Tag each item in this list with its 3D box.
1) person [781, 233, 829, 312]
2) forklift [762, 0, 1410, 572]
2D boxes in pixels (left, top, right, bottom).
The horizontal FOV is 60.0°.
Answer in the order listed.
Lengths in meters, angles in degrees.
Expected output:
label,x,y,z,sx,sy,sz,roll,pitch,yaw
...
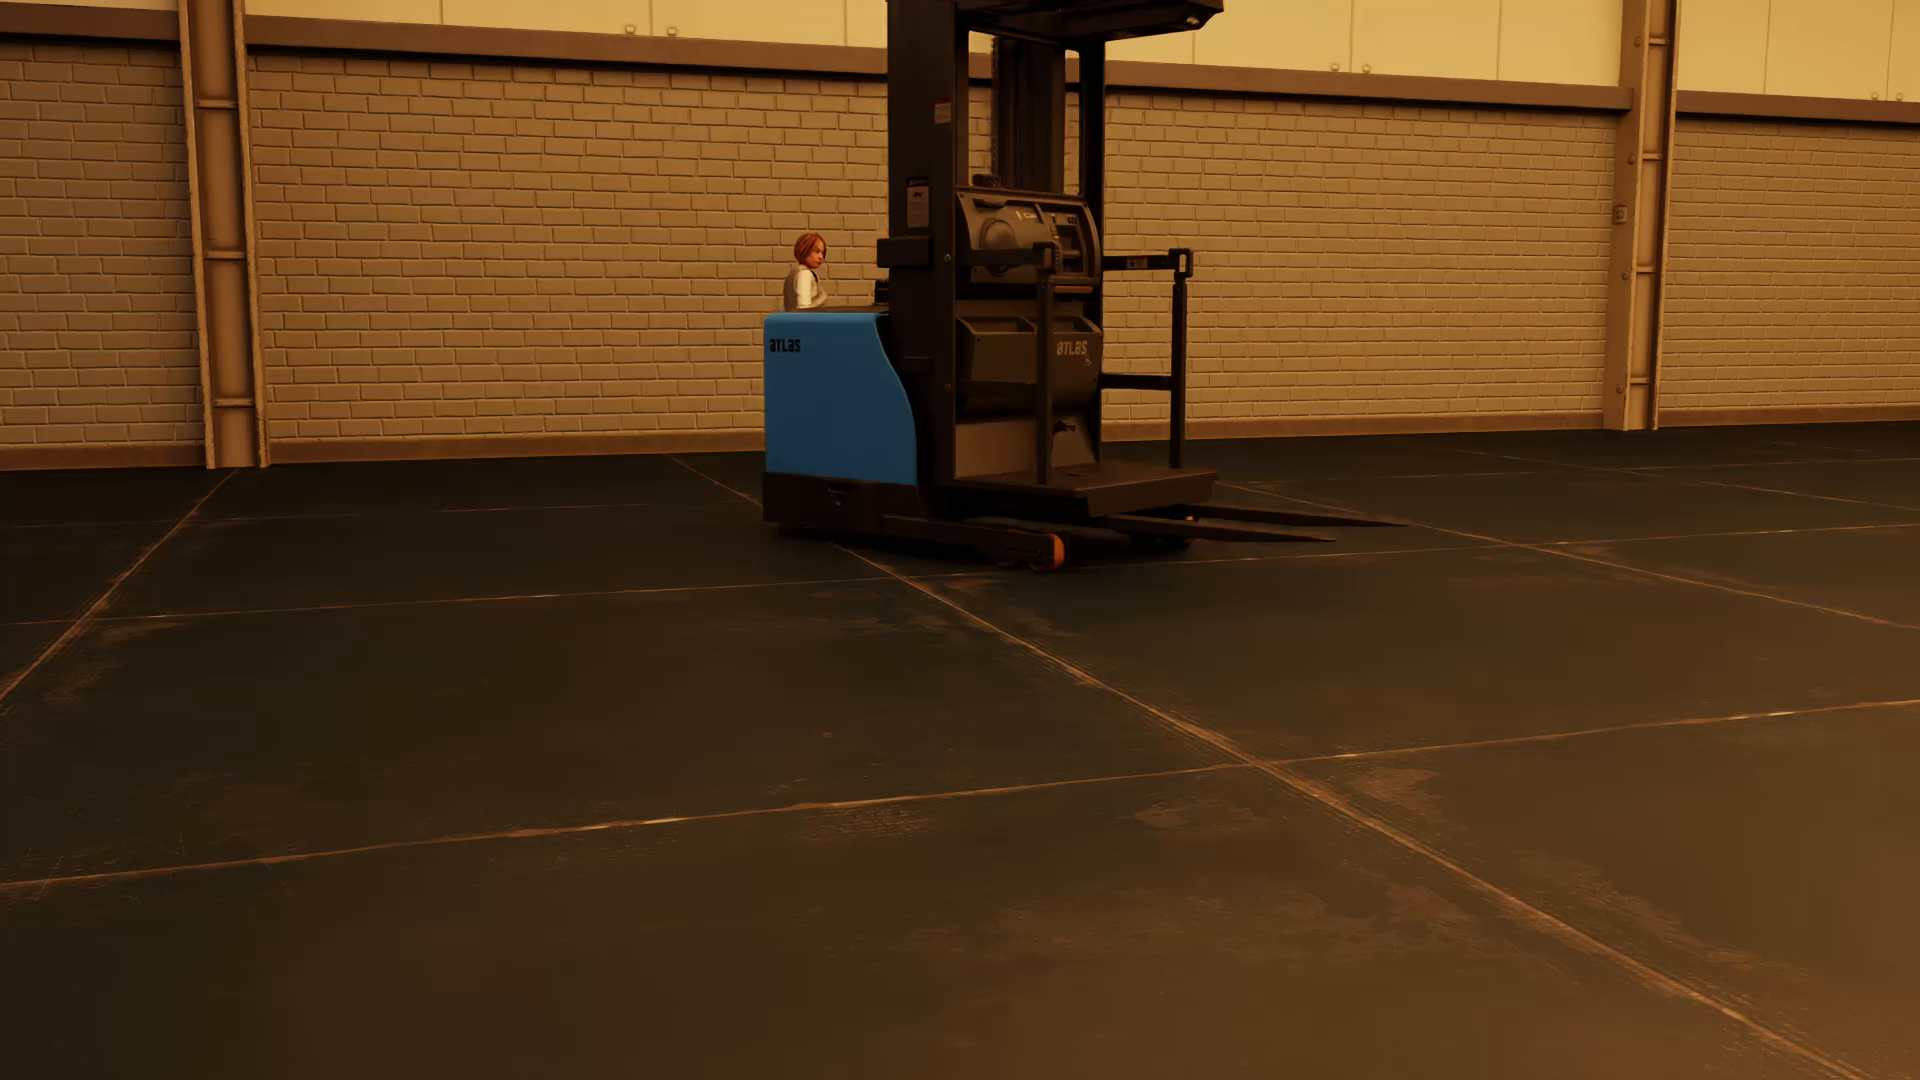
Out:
label,x,y,z,sx,sy,sz,roll,pitch,yaw
person,-0.934,-1.172,10.694,0.456,1.582,0.621,-4,9,-28
forklift,0.476,-1.399,7.335,3.031,2.935,1.130,7,10,41
